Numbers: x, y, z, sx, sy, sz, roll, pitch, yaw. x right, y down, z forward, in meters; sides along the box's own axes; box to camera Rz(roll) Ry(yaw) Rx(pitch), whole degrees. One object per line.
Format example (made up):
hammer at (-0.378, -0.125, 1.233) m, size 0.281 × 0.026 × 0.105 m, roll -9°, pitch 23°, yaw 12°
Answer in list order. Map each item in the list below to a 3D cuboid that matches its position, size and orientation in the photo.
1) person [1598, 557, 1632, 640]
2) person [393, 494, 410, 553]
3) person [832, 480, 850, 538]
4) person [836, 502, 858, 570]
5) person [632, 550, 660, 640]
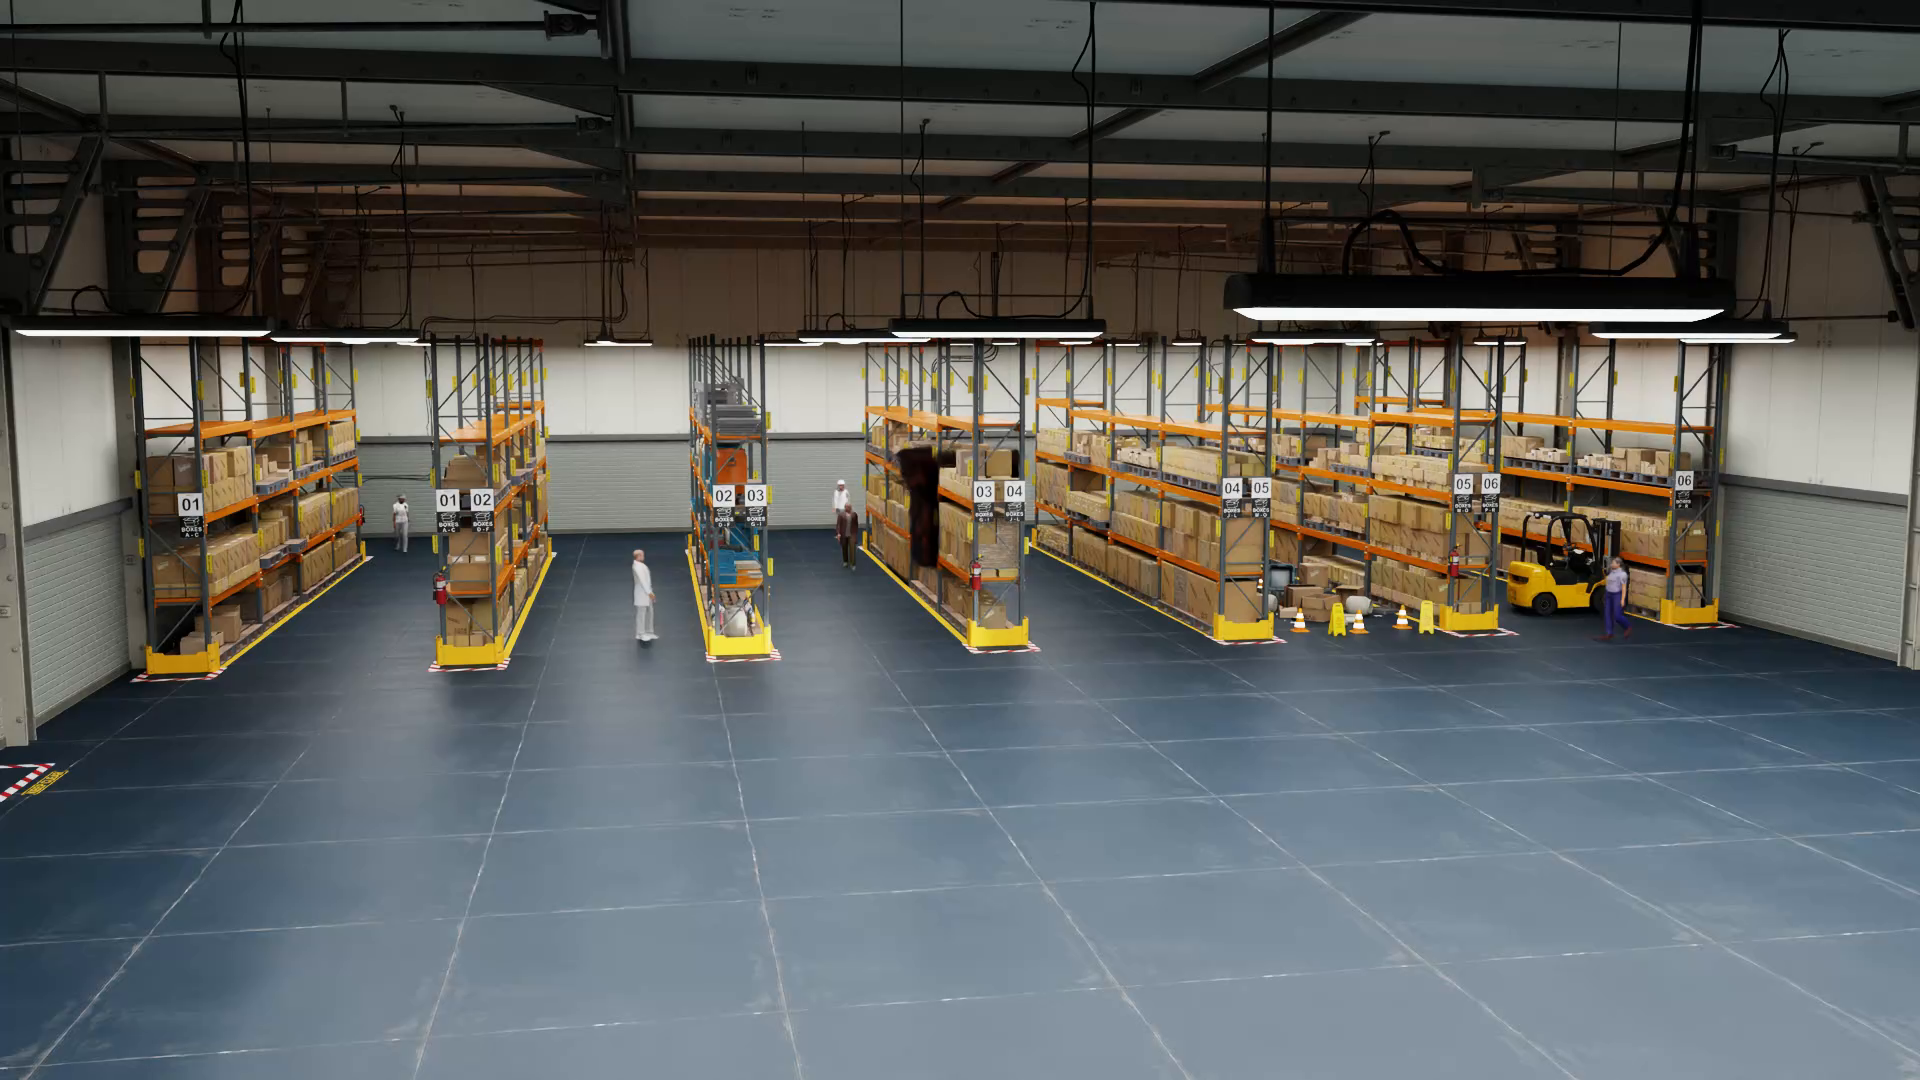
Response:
person at (12.949, 1.151, 32.754) m, size 0.601 × 1.638 × 0.489 m, roll -3°, pitch 7°, yaw -28°
person at (-15.793, -0.492, 47.022) m, size 0.441 × 1.648 × 0.780 m, roll -2°, pitch 7°, yaw -18°
person at (-3.619, -0.931, 50.354) m, size 0.500 × 1.796 × 0.473 m, roll 5°, pitch 8°, yaw 38°
person at (-2.933, -0.122, 43.368) m, size 0.583 × 1.736 × 1.037 m, roll -1°, pitch 7°, yaw -5°
person at (-6.221, 1.096, 32.816) m, size 0.595 × 1.824 × 0.591 m, roll 1°, pitch 7°, yaw 12°
